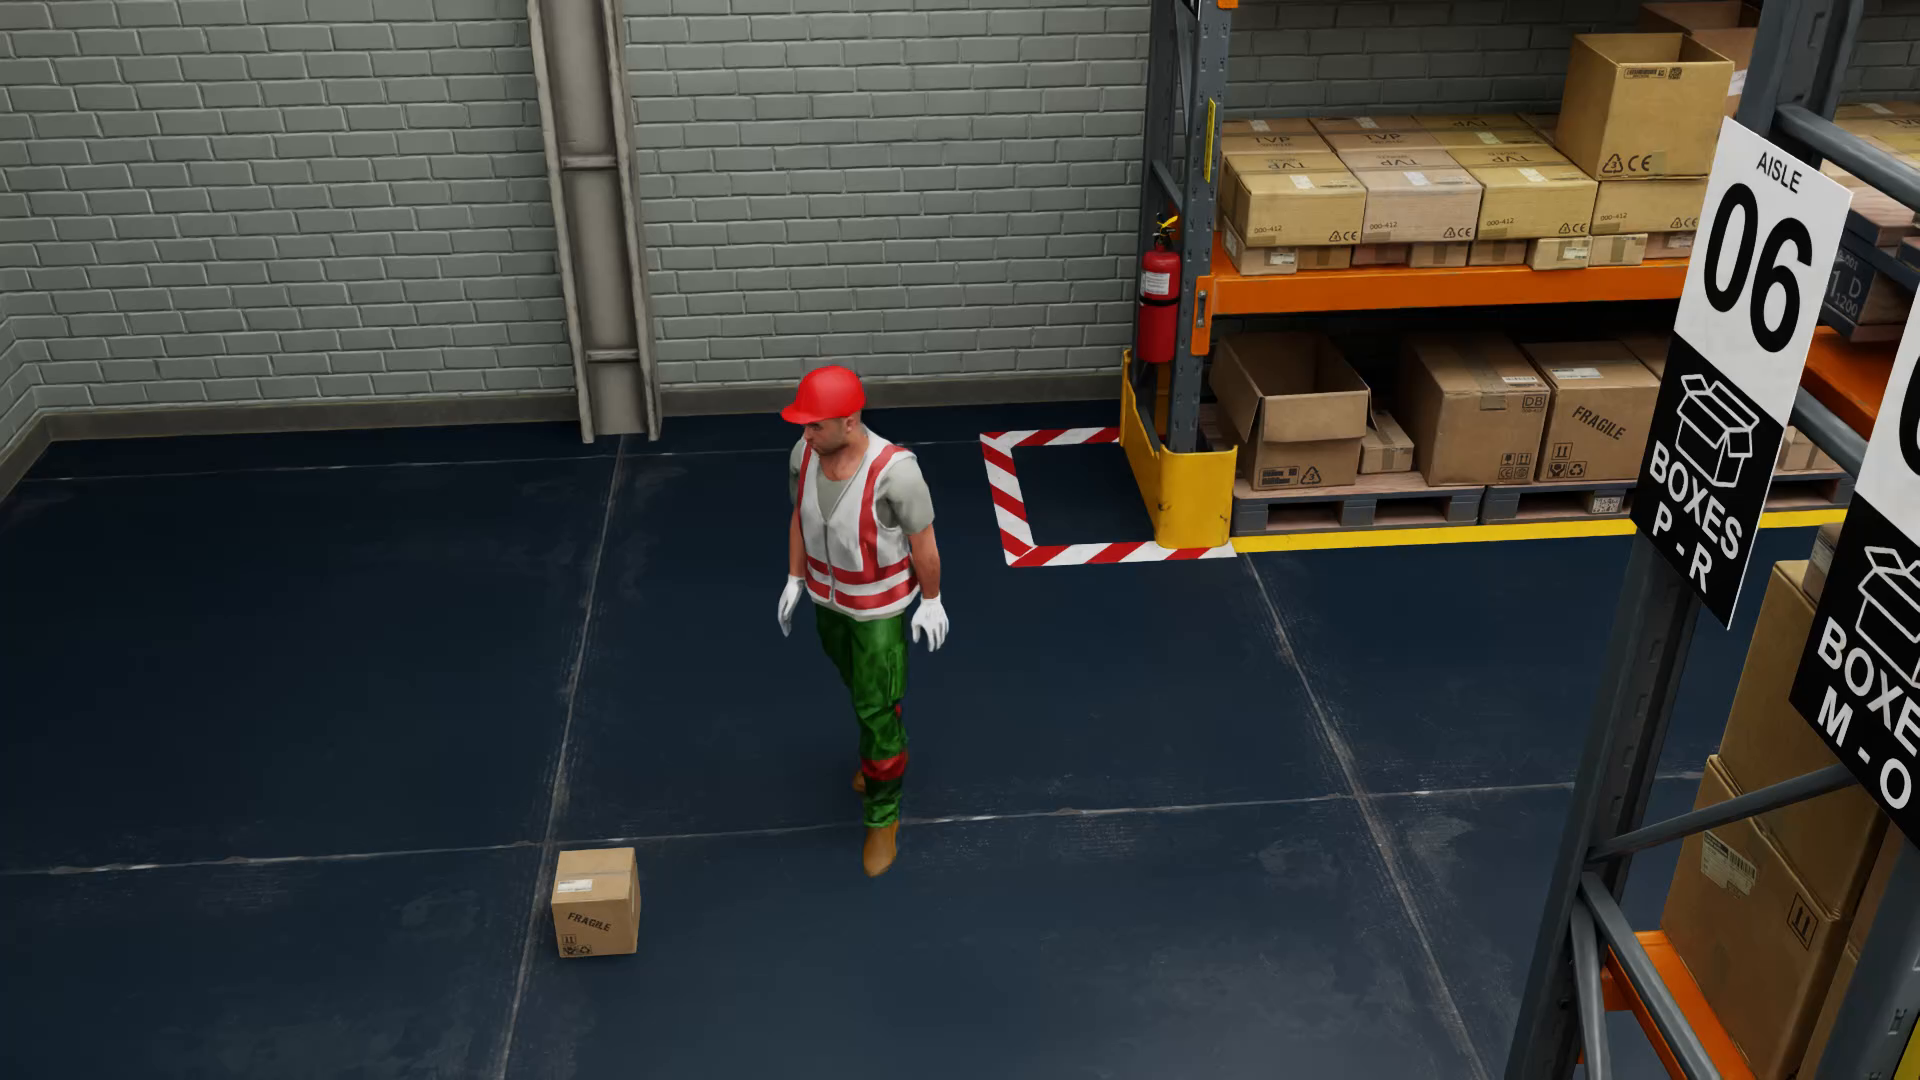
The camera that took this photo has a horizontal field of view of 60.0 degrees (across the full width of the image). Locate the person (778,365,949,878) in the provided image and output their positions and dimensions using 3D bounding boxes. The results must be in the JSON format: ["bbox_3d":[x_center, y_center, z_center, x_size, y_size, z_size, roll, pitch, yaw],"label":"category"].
[{"bbox_3d":[-0.347,0.235,5.737,0.577,1.825,0.594,21,36,30],"label":"person"}]
